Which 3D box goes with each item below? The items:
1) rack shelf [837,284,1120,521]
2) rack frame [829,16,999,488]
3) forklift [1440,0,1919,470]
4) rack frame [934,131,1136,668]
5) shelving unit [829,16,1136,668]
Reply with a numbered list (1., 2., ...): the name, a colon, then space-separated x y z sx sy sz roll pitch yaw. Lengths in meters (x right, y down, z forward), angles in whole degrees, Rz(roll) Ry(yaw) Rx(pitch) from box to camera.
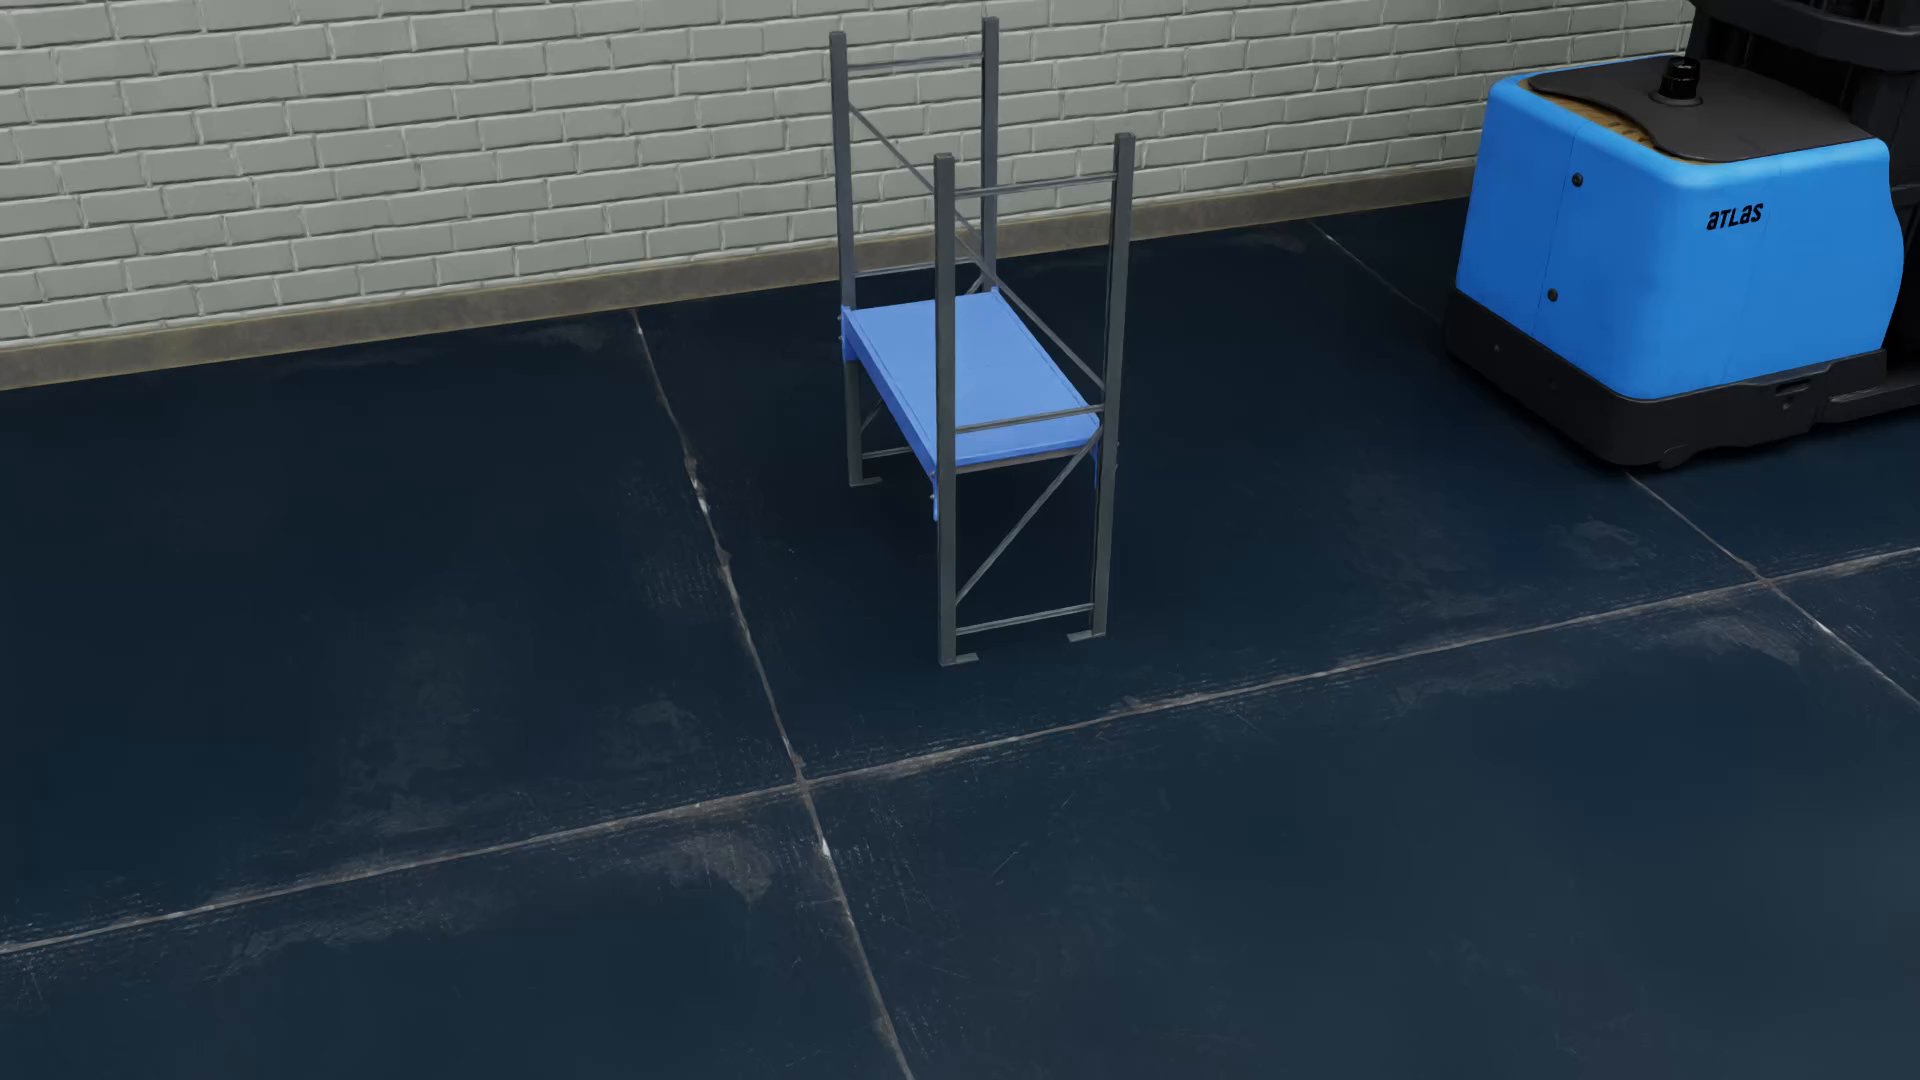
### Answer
1. rack shelf: 0.026 -0.431 4.868 0.538 0.185 1.000 -10 35 -15
2. rack frame: -0.129 -0.848 5.173 0.500 1.500 0.032 -10 35 -15
3. forklift: 3.369 -1.969 5.570 3.031 2.935 1.130 -12 35 -18
4. rack frame: 0.181 -0.314 4.365 0.500 1.500 0.032 -10 35 -15
5. shelving unit: 0.026 -0.581 4.769 0.538 1.500 1.048 -10 35 -15
